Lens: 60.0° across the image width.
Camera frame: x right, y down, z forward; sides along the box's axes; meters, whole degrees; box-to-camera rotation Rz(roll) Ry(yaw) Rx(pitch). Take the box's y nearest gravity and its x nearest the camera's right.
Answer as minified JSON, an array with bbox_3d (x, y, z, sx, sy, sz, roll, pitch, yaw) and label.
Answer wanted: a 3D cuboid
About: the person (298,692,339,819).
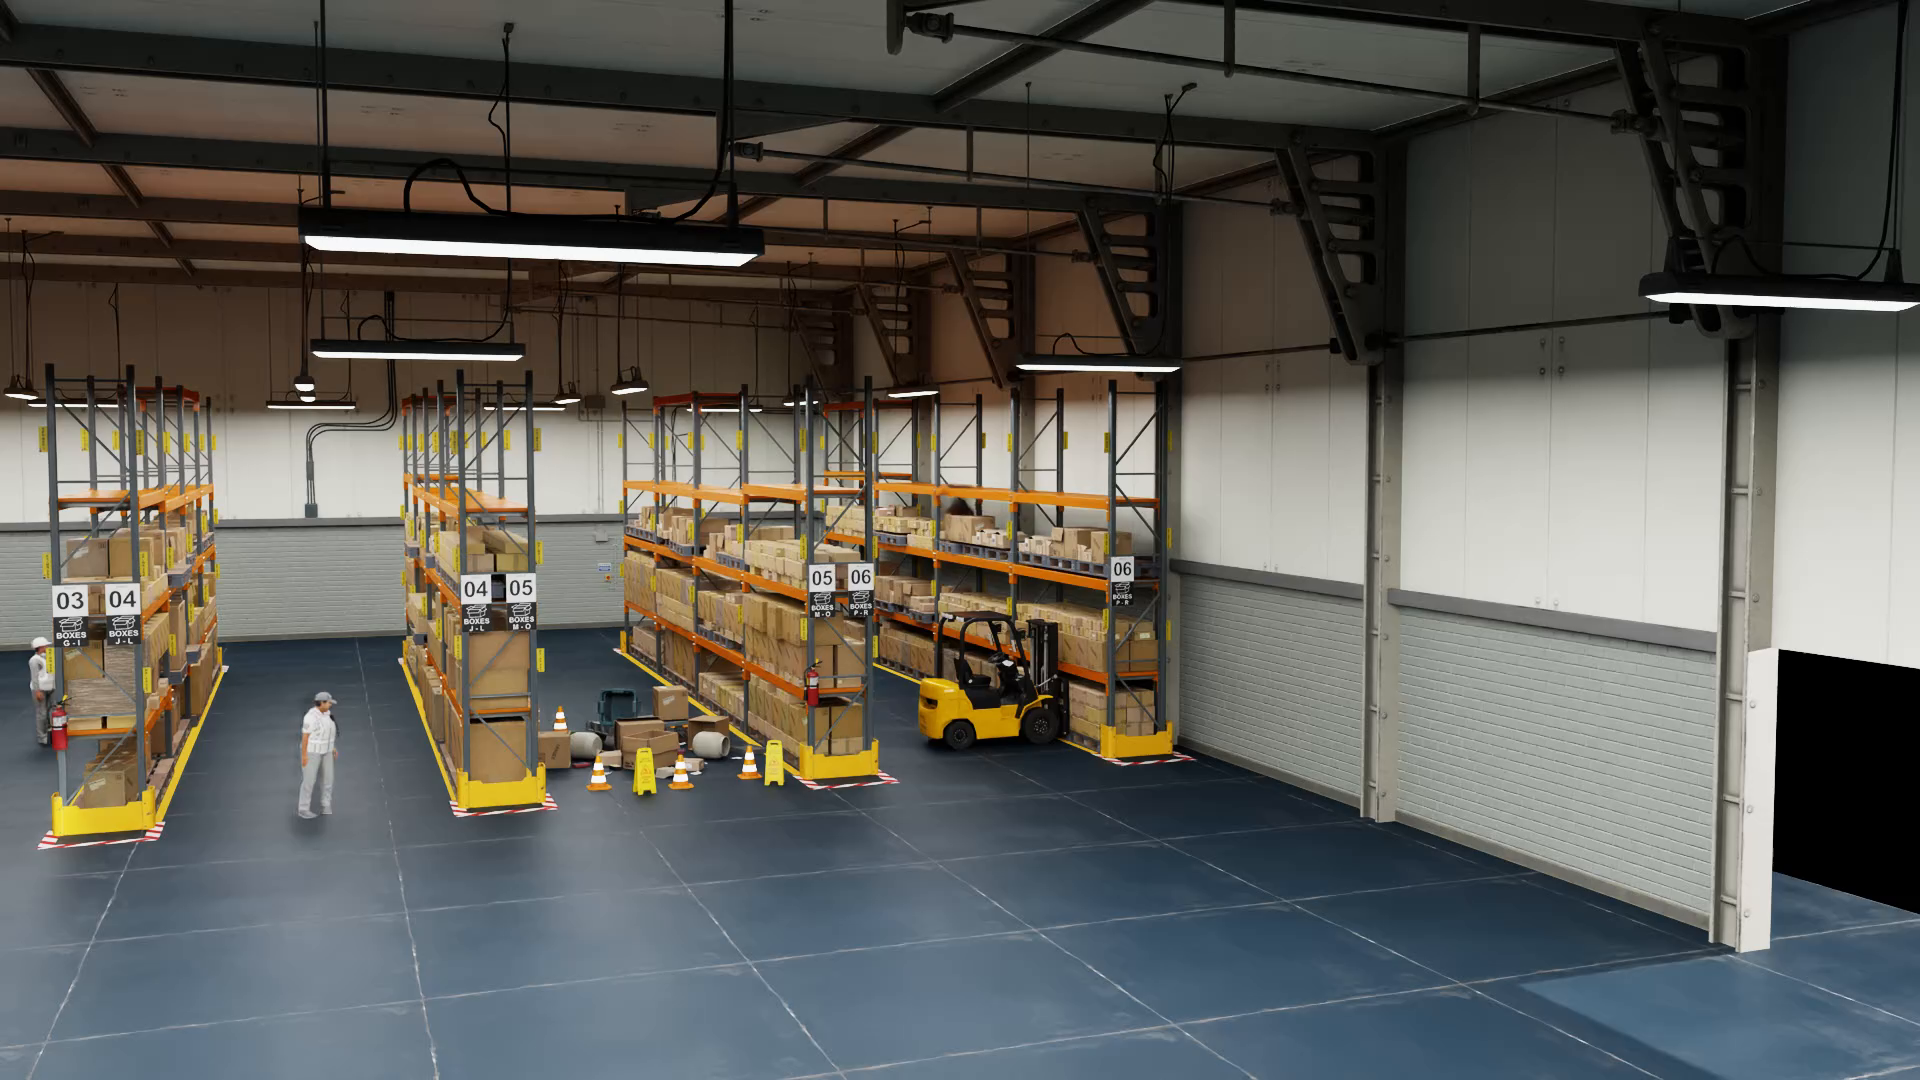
[{"bbox_3d":[-8.624,2.872,22.356,0.433,1.672,0.565,1,4,22],"label":"person"}]

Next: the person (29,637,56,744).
[{"bbox_3d":[-15.276,2.509,27.762,0.432,1.787,0.583,1,3,16],"label":"person"}]
